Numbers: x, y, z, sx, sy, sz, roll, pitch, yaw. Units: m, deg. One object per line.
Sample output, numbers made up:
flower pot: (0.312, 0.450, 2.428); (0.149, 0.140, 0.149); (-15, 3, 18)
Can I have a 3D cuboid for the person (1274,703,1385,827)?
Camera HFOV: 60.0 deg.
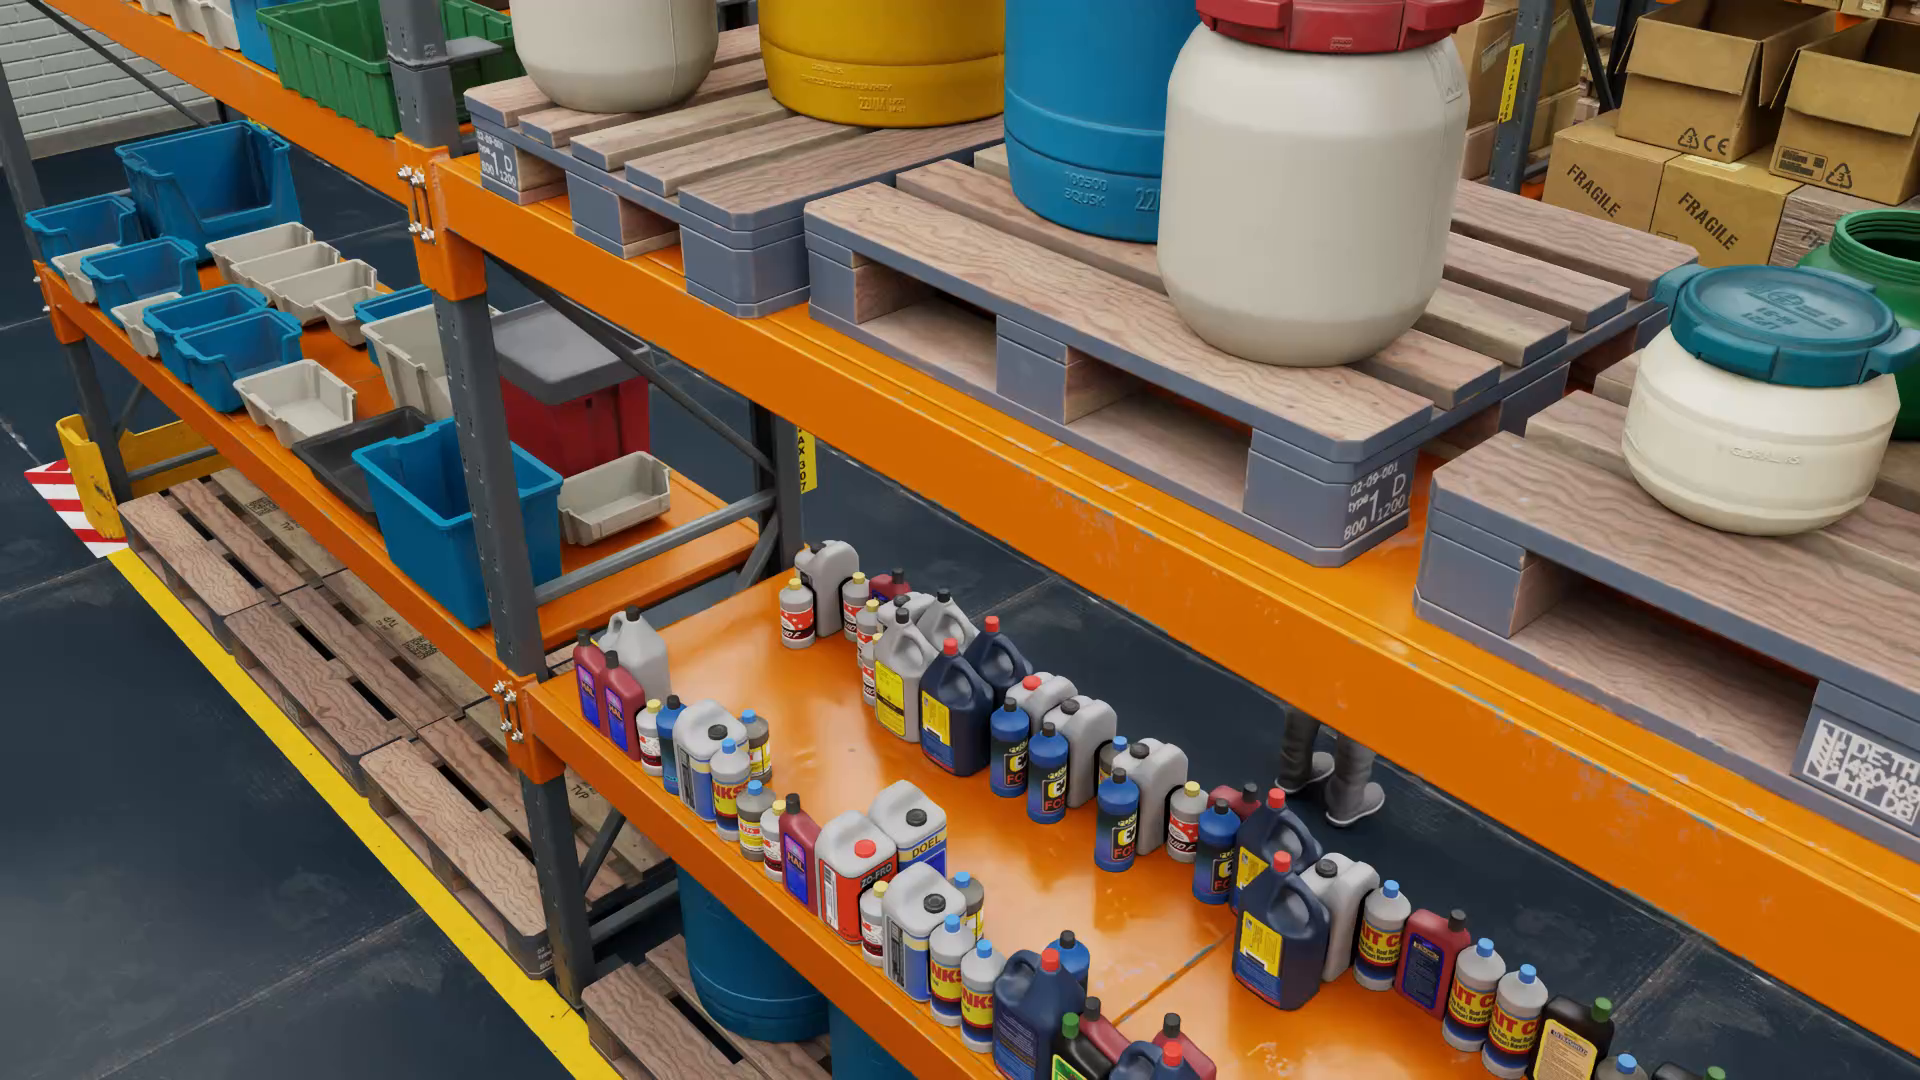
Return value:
person: (1.360, 0.224, 5.770); (0.340, 1.679, 0.436); (-25, 40, -34)
